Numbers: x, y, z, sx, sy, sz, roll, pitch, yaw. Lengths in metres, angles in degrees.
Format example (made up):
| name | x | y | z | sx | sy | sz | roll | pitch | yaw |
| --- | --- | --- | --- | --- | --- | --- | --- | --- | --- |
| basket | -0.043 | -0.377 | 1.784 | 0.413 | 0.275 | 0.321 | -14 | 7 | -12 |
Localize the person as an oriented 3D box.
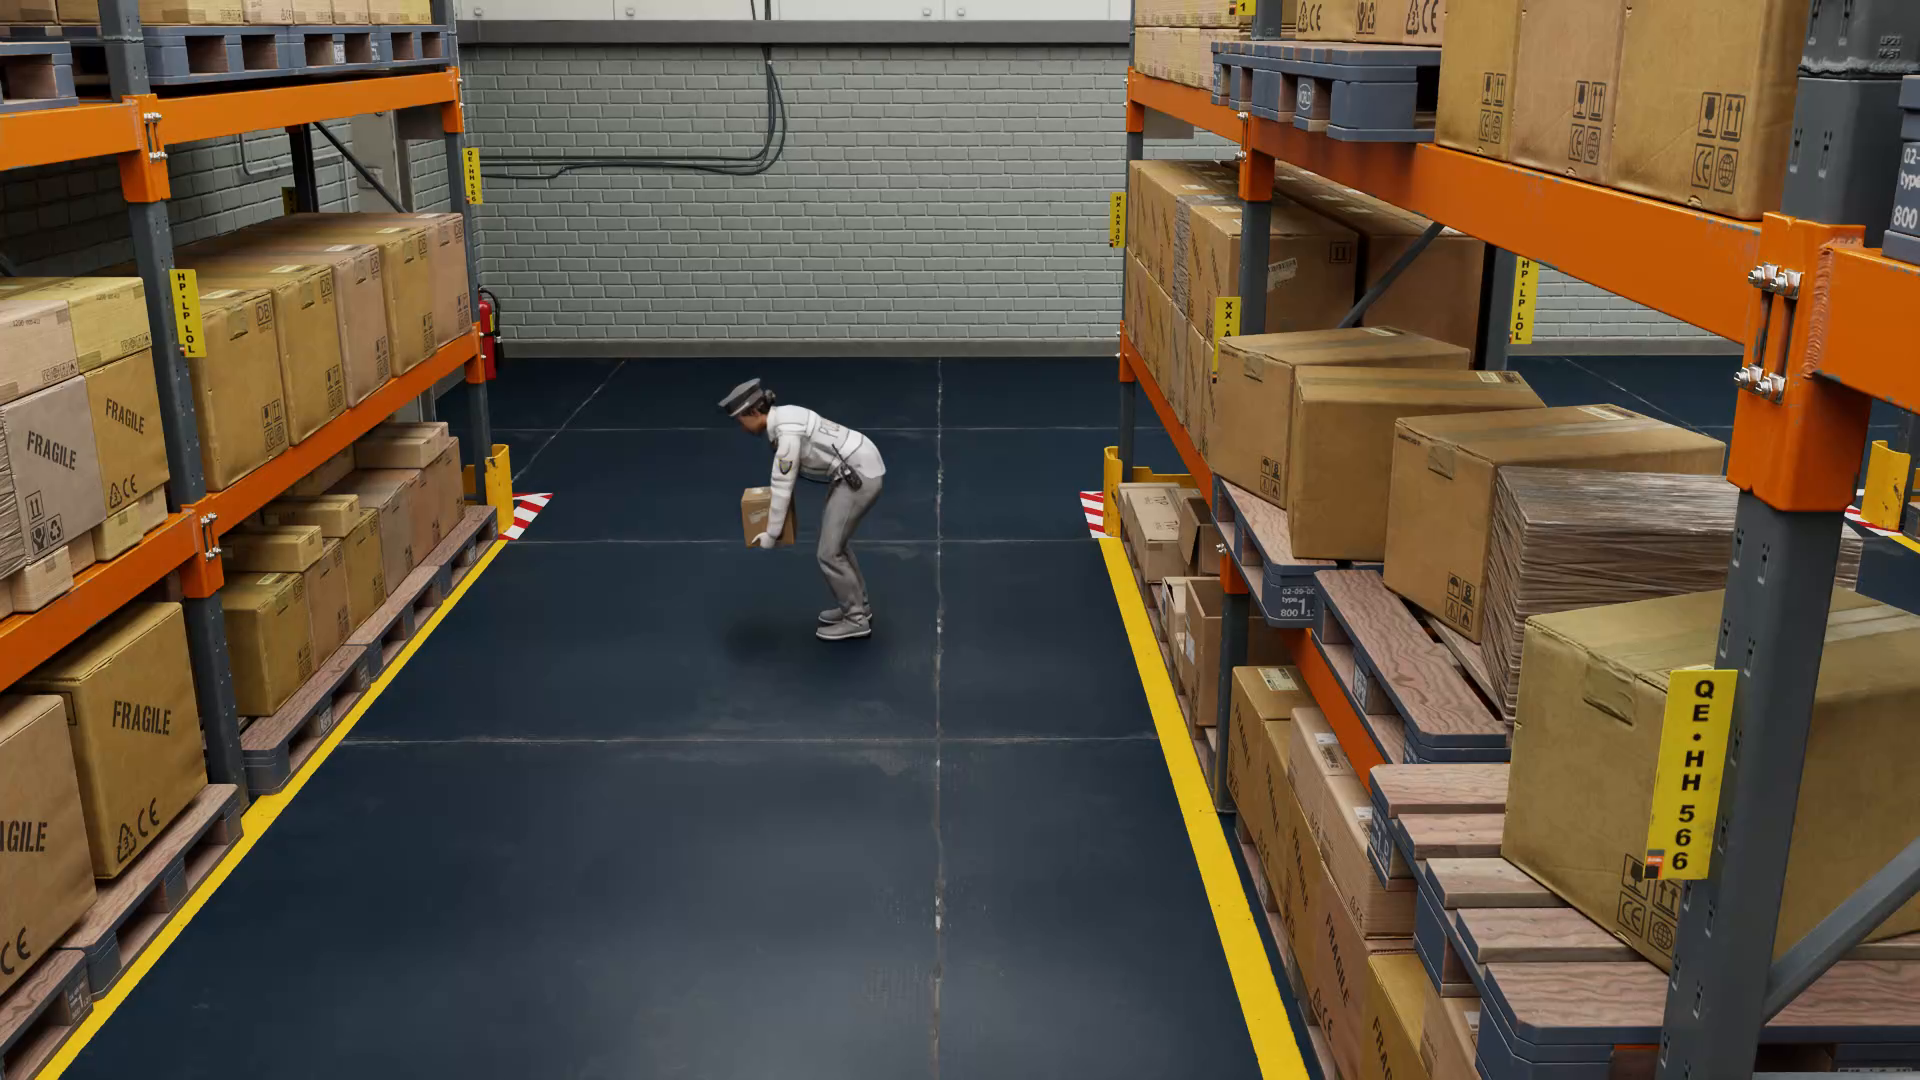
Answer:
| name | x | y | z | sx | sy | sz | roll | pitch | yaw |
| --- | --- | --- | --- | --- | --- | --- | --- | --- | --- |
| person | -0.805 | -0.170 | 8.616 | 0.848 | 1.359 | 0.423 | -1 | 17 | -2 |
